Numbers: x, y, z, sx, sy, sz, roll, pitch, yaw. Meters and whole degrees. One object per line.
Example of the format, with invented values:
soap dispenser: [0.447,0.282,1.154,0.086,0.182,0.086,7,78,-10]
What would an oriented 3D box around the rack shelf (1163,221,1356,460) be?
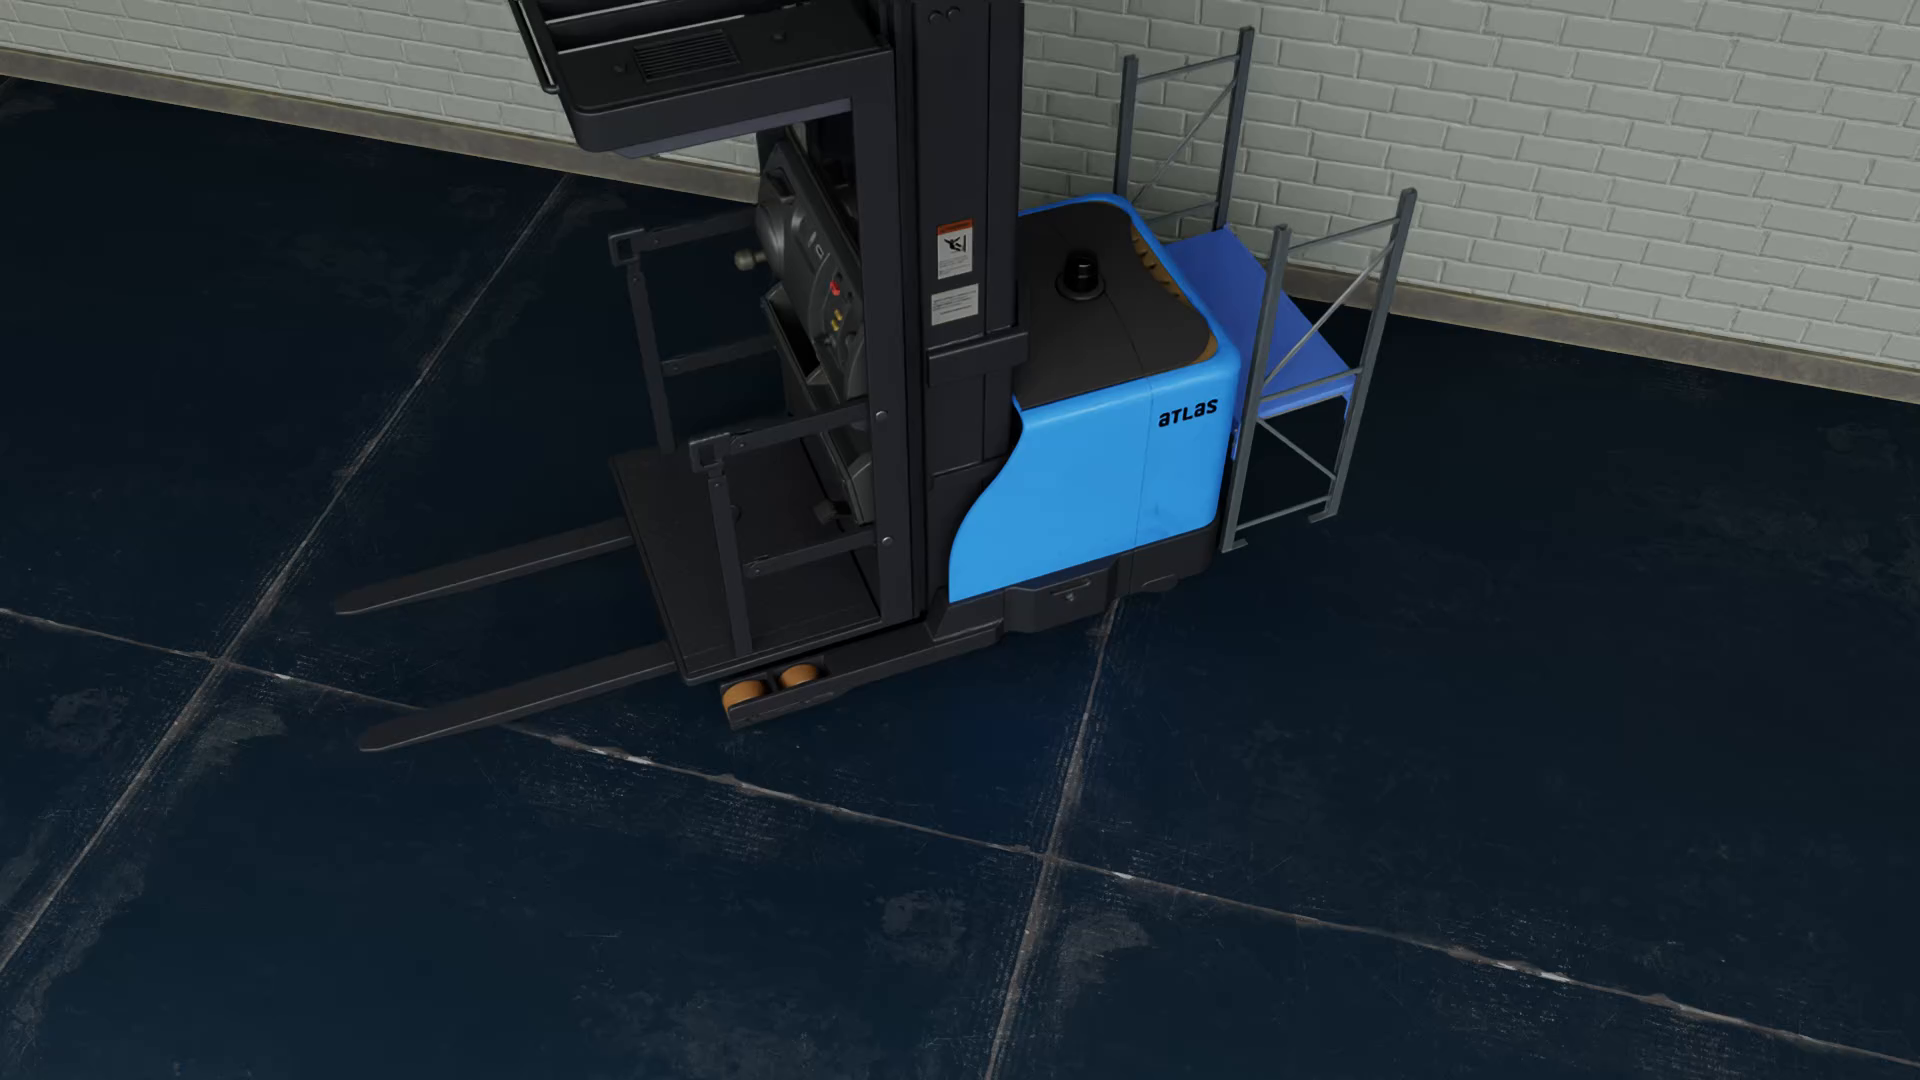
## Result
rack shelf: [1.000,-0.760,6.161,0.538,0.185,1.000,-18,51,-15]

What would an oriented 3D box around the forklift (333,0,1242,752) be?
forklift: [-0.641,-0.784,4.987,3.031,2.935,1.130,-16,51,-14]

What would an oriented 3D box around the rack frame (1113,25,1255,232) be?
rack frame: [0.799,-1.229,6.335,0.500,1.500,0.032,-18,51,-15]

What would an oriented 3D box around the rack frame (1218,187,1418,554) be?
rack frame: [1.201,-0.529,5.717,0.500,1.500,0.032,-18,51,-15]

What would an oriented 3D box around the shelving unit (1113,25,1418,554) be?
shelving unit: [1.000,-0.879,6.026,0.538,1.500,1.048,-18,51,-15]
